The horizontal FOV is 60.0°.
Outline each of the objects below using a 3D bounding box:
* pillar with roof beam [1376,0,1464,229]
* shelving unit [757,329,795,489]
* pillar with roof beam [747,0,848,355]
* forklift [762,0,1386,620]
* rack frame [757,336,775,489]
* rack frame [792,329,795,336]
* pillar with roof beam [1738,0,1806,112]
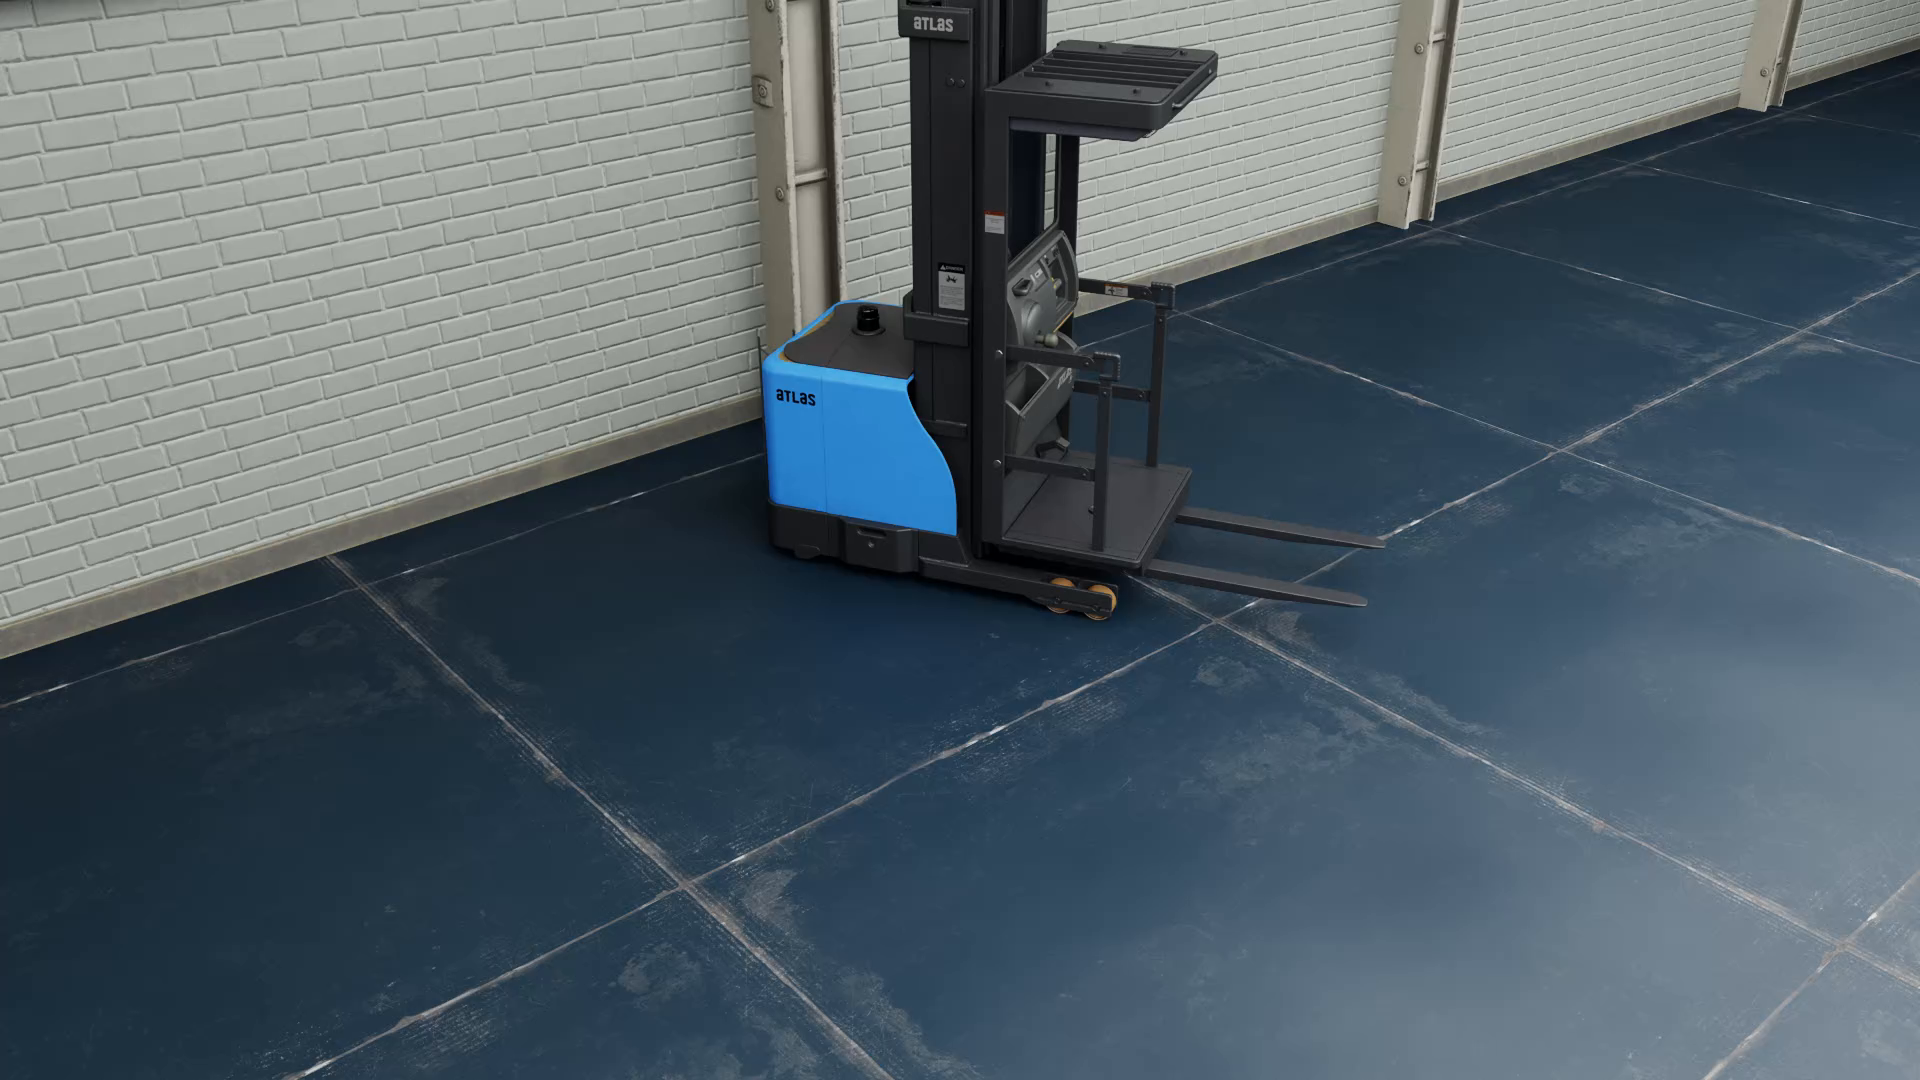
[{"bbox_3d":[6.442,-5.056,8.663,0.400,9.000,9.100,-22,35,-35],"label":"pillar with roof beam"},{"bbox_3d":[-0.932,-0.666,9.042,0.210,0.900,0.258,-15,31,-25],"label":"shelving unit"},{"bbox_3d":[1.878,-3.220,5.228,0.400,9.000,9.100,-22,35,-35],"label":"pillar with roof beam"},{"bbox_3d":[0.583,-1.189,7.865,3.031,2.935,1.130,10,30,18],"label":"forklift"},{"bbox_3d":[-1.021,-0.643,8.999,0.006,0.900,0.240,-15,31,-25],"label":"rack frame"},{"bbox_3d":[-0.843,-0.690,9.086,0.006,0.900,0.240,-15,31,-25],"label":"rack frame"},{"bbox_3d":[11.007,-6.891,12.098,0.400,9.000,9.100,-22,35,-35],"label":"pillar with roof beam"}]
